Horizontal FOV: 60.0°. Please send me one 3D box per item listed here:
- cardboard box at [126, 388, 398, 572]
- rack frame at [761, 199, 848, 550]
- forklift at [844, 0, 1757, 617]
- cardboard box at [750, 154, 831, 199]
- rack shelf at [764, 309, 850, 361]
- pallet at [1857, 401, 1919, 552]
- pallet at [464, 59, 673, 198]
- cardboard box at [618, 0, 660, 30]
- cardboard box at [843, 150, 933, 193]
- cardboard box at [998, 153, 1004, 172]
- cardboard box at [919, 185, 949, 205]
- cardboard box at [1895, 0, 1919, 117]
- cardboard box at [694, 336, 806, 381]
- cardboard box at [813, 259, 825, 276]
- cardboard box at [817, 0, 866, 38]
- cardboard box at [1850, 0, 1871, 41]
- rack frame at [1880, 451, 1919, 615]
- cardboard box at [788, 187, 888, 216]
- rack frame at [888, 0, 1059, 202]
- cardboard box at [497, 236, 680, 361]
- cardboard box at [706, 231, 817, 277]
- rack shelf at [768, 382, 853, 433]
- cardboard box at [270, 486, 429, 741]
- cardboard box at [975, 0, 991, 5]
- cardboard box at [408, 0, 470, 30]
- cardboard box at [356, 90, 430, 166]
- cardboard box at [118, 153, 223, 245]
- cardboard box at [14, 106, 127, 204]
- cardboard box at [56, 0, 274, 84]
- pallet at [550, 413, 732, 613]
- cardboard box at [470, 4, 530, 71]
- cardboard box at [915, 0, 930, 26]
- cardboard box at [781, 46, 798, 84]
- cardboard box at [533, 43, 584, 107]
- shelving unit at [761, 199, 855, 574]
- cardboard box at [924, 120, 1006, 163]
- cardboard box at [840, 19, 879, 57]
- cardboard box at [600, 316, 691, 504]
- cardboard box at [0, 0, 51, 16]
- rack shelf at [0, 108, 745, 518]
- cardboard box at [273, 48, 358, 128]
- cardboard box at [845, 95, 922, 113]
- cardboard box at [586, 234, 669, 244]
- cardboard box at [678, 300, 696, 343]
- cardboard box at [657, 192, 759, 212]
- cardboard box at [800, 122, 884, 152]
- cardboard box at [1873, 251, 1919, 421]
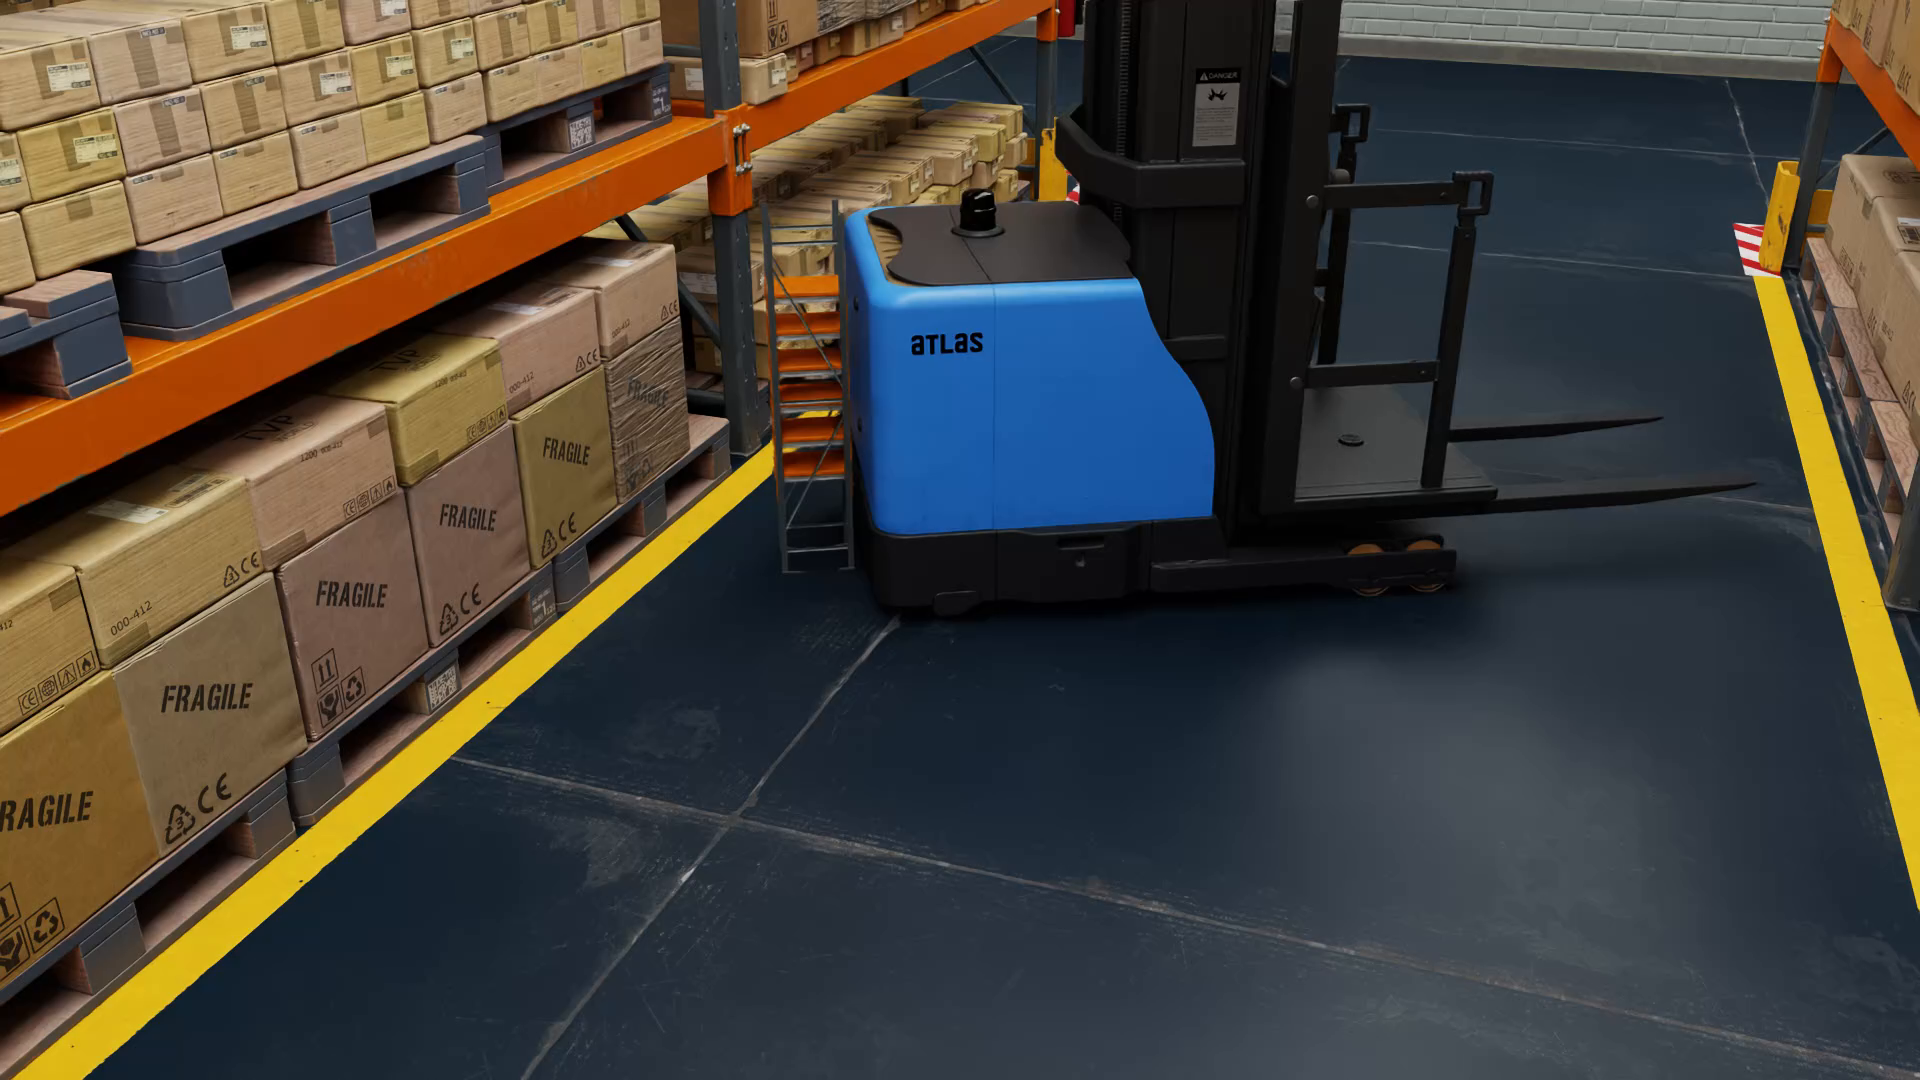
[{"bbox_3d":[-1.793,-0.172,4.188,0.500,0.250,0.500,9,27,18],"label":"cardboard box"},{"bbox_3d":[-0.498,-0.514,5.436,0.240,1.200,0.006,-4,26,-7],"label":"rack frame"},{"bbox_3d":[1.160,-1.362,5.199,3.031,2.935,1.130,-4,26,-7],"label":"forklift"},{"bbox_3d":[-0.842,-1.746,8.022,0.380,0.149,0.250,9,27,18],"label":"cardboard box"},{"bbox_3d":[-0.485,-0.651,5.269,0.258,0.103,0.180,-4,26,-7],"label":"rack shelf"},{"bbox_3d":[3.763,-0.126,5.767,1.003,0.211,1.213,9,27,17],"label":"pallet"},{"bbox_3d":[-1.657,-1.377,5.371,1.003,0.211,1.213,9,27,17],"label":"pallet"},{"bbox_3d":[-1.211,-1.774,5.436,0.380,0.149,0.250,10,27,19],"label":"cardboard box"},{"bbox_3d":[-0.351,-1.791,8.114,0.380,0.149,0.250,8,27,16],"label":"cardboard box"},{"bbox_3d":[0.022,-2.081,9.055,0.380,0.149,0.250,8,27,16],"label":"cardboard box"},{"bbox_3d":[-0.275,-1.650,8.164,0.380,0.149,0.250,10,28,20],"label":"cardboard box"},{"bbox_3d":[3.669,-1.773,5.855,0.500,0.500,0.500,8,27,17],"label":"cardboard box"},{"bbox_3d":[-0.841,-0.765,6.677,0.380,0.149,0.250,8,27,15],"label":"cardboard box"},{"bbox_3d":[-0.796,-1.121,7.070,0.380,0.149,0.250,9,27,17],"label":"cardboard box"},{"bbox_3d":[-0.705,-2.306,6.615,0.500,0.500,0.500,9,27,17],"label":"cardboard box"},{"bbox_3d":[4.195,-2.401,7.152,0.500,0.500,0.500,8,27,17],"label":"cardboard box"},{"bbox_3d":[3.436,-1.080,4.538,1.000,3.000,0.127,9,27,17],"label":"rack frame"},{"bbox_3d":[-0.543,-1.460,7.430,0.380,0.149,0.250,9,27,19],"label":"cardboard box"},{"bbox_3d":[0.066,-3.400,9.329,1.000,3.000,0.127,9,27,17],"label":"rack frame"},{"bbox_3d":[-1.275,-0.815,5.516,0.500,0.250,0.500,8,27,16],"label":"cardboard box"},{"bbox_3d":[-0.808,-1.146,6.781,0.380,0.149,0.250,10,28,20],"label":"cardboard box"},{"bbox_3d":[-0.484,-0.435,5.374,0.258,0.103,0.180,-4,26,-7],"label":"rack shelf"},{"bbox_3d":[-1.790,0.152,4.381,0.500,0.500,0.500,8,27,16],"label":"cardboard box"},{"bbox_3d":[-0.026,-2.801,8.382,0.380,0.149,0.250,9,27,19],"label":"cardboard box"},{"bbox_3d":[-1.563,-1.481,4.491,0.380,0.149,0.250,8,27,16],"label":"cardboard box"},{"bbox_3d":[-1.641,-1.104,4.395,0.380,0.149,0.250,10,28,20],"label":"cardboard box"},{"bbox_3d":[-1.904,-0.785,3.735,0.380,0.149,0.250,10,27,19],"label":"cardboard box"},{"bbox_3d":[-1.988,-0.817,3.460,0.380,0.149,0.250,9,27,18],"label":"cardboard box"},{"bbox_3d":[-1.824,-1.158,3.823,0.380,0.149,0.250,10,27,19],"label":"cardboard box"},{"bbox_3d":[-1.523,-0.181,5.881,1.003,0.211,1.213,9,27,17],"label":"pallet"},{"bbox_3d":[-1.470,-1.451,4.769,0.380,0.149,0.250,8,27,16],"label":"cardboard box"},{"bbox_3d":[-0.361,-2.484,7.726,0.380,0.149,0.250,9,27,18],"label":"cardboard box"},{"bbox_3d":[-0.846,-1.829,6.373,0.380,0.149,0.250,10,27,19],"label":"cardboard box"},{"bbox_3d":[-1.381,-1.431,5.070,0.380,0.149,0.250,9,27,17],"label":"cardboard box"},{"bbox_3d":[-0.484,-0.475,5.354,0.258,1.200,0.189,-4,26,-7],"label":"shelving unit"},{"bbox_3d":[0.025,-2.099,8.750,0.380,0.149,0.250,8,27,16],"label":"cardboard box"},{"bbox_3d":[-0.566,-2.151,7.038,0.380,0.149,0.250,9,27,18],"label":"cardboard box"},{"bbox_3d":[-1.274,-0.479,5.684,0.500,0.500,0.500,8,27,16],"label":"cardboard box"},{"bbox_3d":[-2.433,-1.255,4.023,0.380,0.149,0.250,10,28,20],"label":"cardboard box"},{"bbox_3d":[-1.931,-0.610,4.394,1.077,0.370,4.000,9,27,17],"label":"rack shelf"},{"bbox_3d":[-1.733,-1.132,4.112,0.380,0.149,0.250,10,27,19],"label":"cardboard box"},{"bbox_3d":[-0.429,-2.407,9.387,0.380,0.149,0.250,8,27,15],"label":"cardboard box"},{"bbox_3d":[-1.392,-1.113,6.714,0.380,0.149,0.250,10,27,19],"label":"cardboard box"},{"bbox_3d":[-1.291,-0.967,7.094,0.380,0.149,0.250,10,27,19],"label":"cardboard box"},{"bbox_3d":[-1.109,-1.423,7.353,0.380,0.149,0.250,10,27,19],"label":"cardboard box"},{"bbox_3d":[-0.616,-2.078,8.706,0.380,0.149,0.250,7,27,15],"label":"cardboard box"},{"bbox_3d":[4.044,-0.726,6.265,0.875,0.438,0.875,8,27,16],"label":"cardboard box"}]
